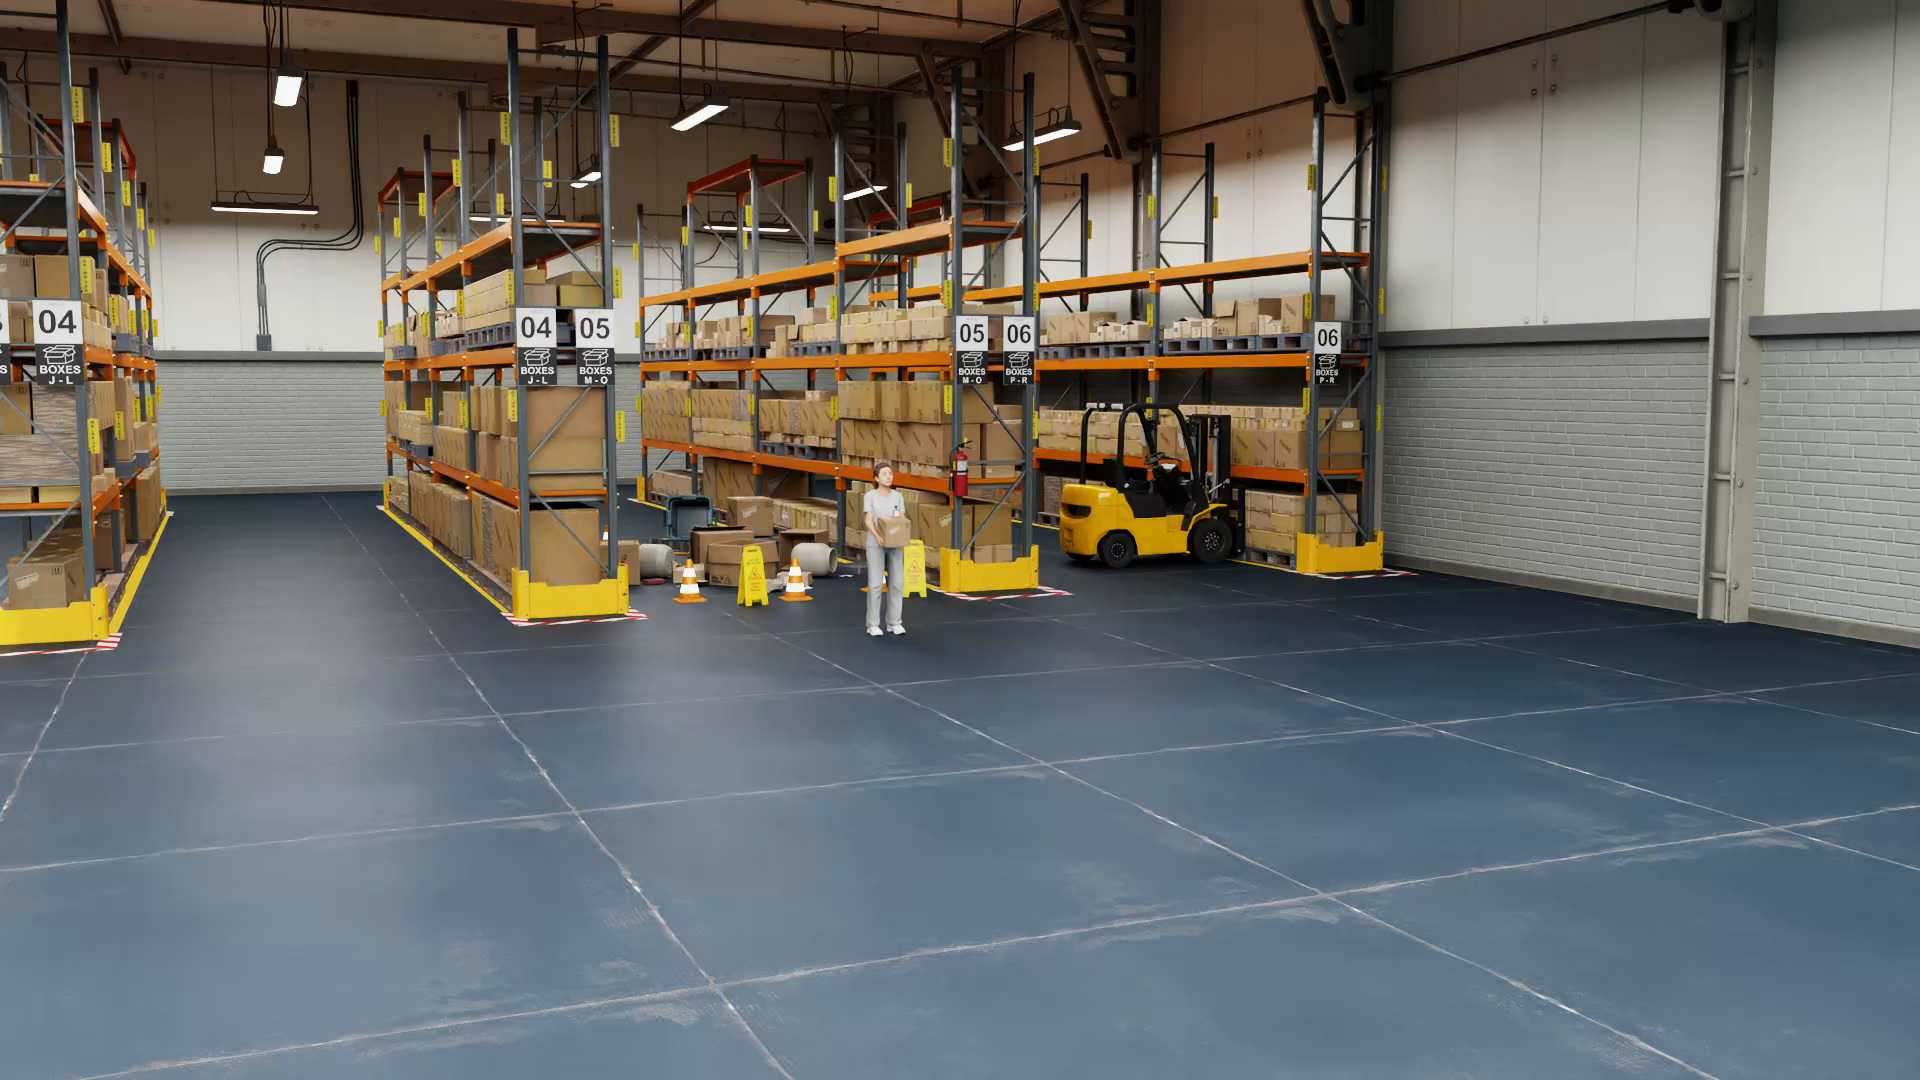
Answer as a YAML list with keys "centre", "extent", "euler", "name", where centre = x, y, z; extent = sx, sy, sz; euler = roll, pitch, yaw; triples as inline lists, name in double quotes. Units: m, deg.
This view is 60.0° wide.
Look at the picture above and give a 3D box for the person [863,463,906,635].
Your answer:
- centre: [-0.708, 0.088, 16.113]
  extent: [0.437, 1.662, 0.562]
  euler: [-2, 6, -23]
  name: "person"
